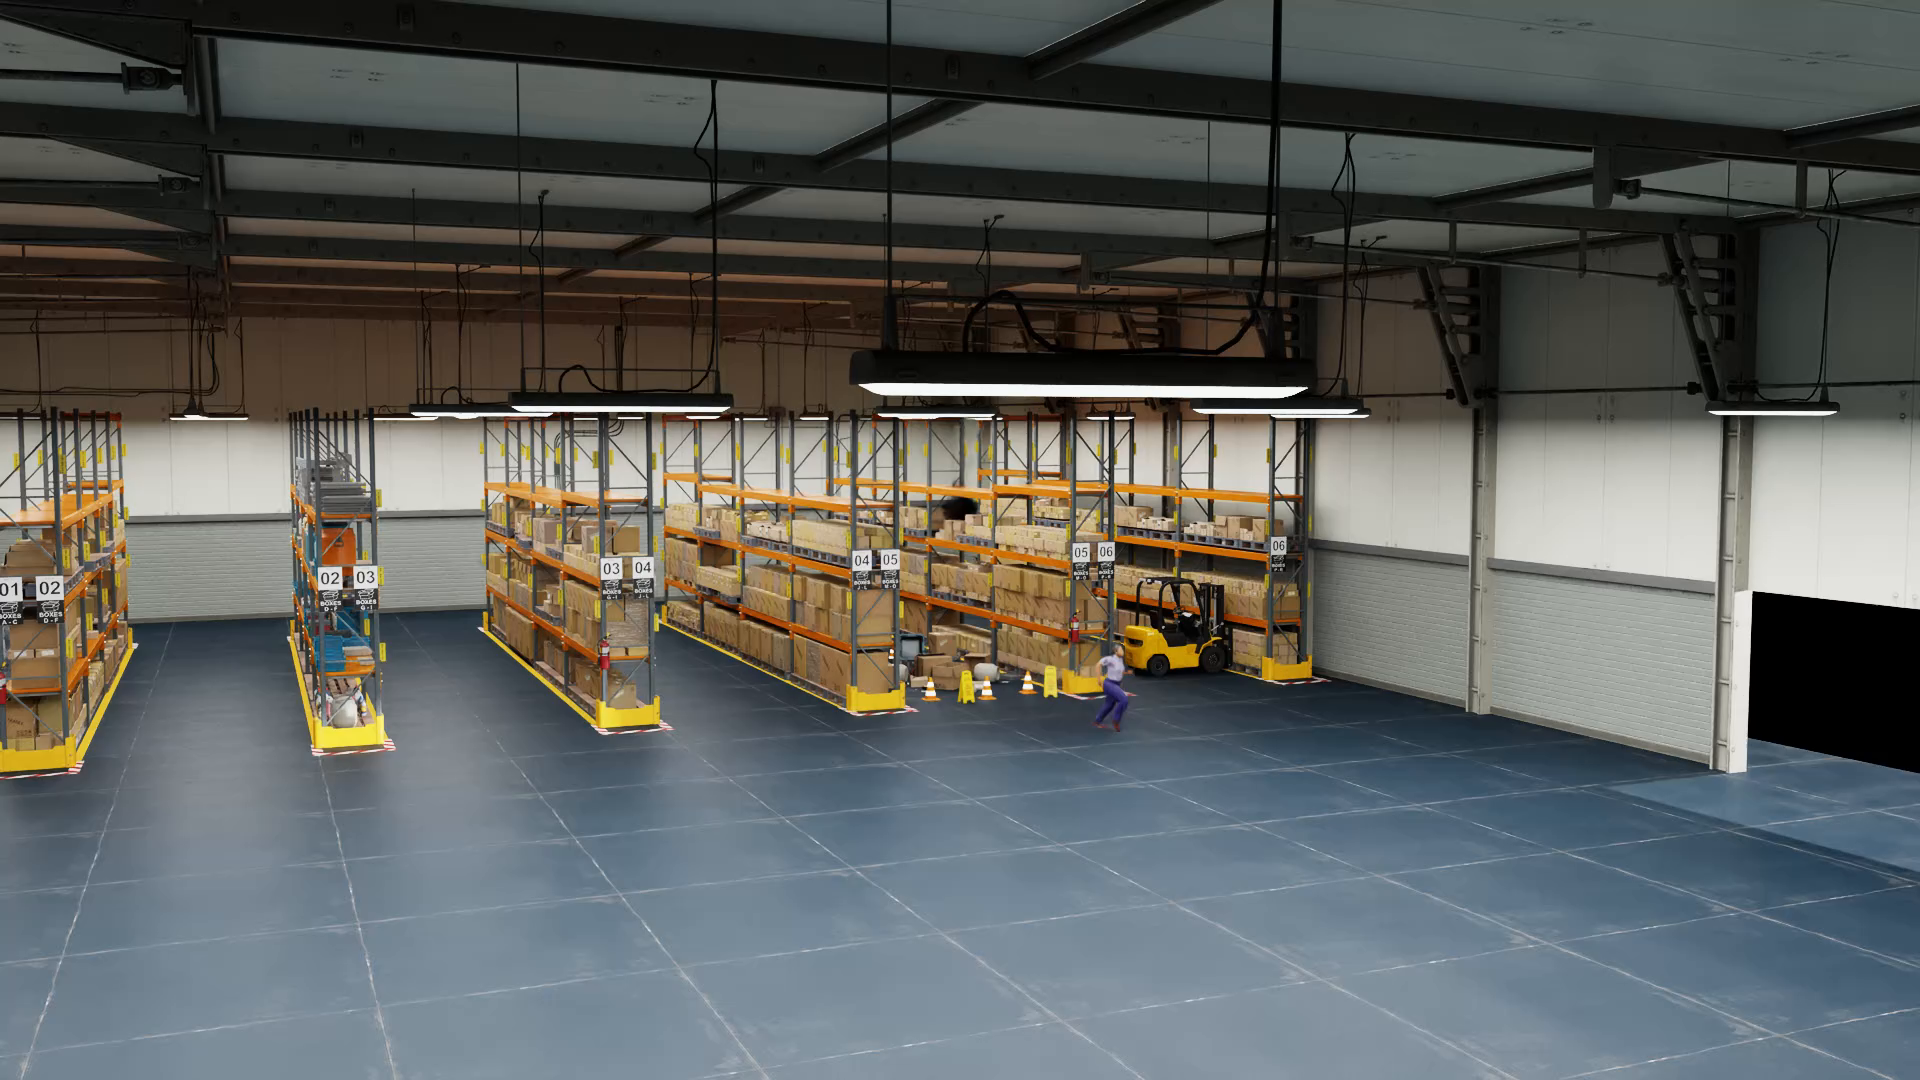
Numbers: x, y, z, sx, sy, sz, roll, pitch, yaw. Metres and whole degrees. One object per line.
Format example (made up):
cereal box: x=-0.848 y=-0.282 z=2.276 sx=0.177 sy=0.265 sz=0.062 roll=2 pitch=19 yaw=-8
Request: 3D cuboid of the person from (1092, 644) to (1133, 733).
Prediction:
person: x=2.838 y=2.746 z=30.859 sx=0.771 sy=1.608 sz=0.630 roll=2 pitch=4 yaw=26

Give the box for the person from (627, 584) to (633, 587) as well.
person: x=-9.423 y=1.604 z=47.788 sx=0.598 sy=1.540 sz=0.743 roll=1 pitch=4 yaw=16
